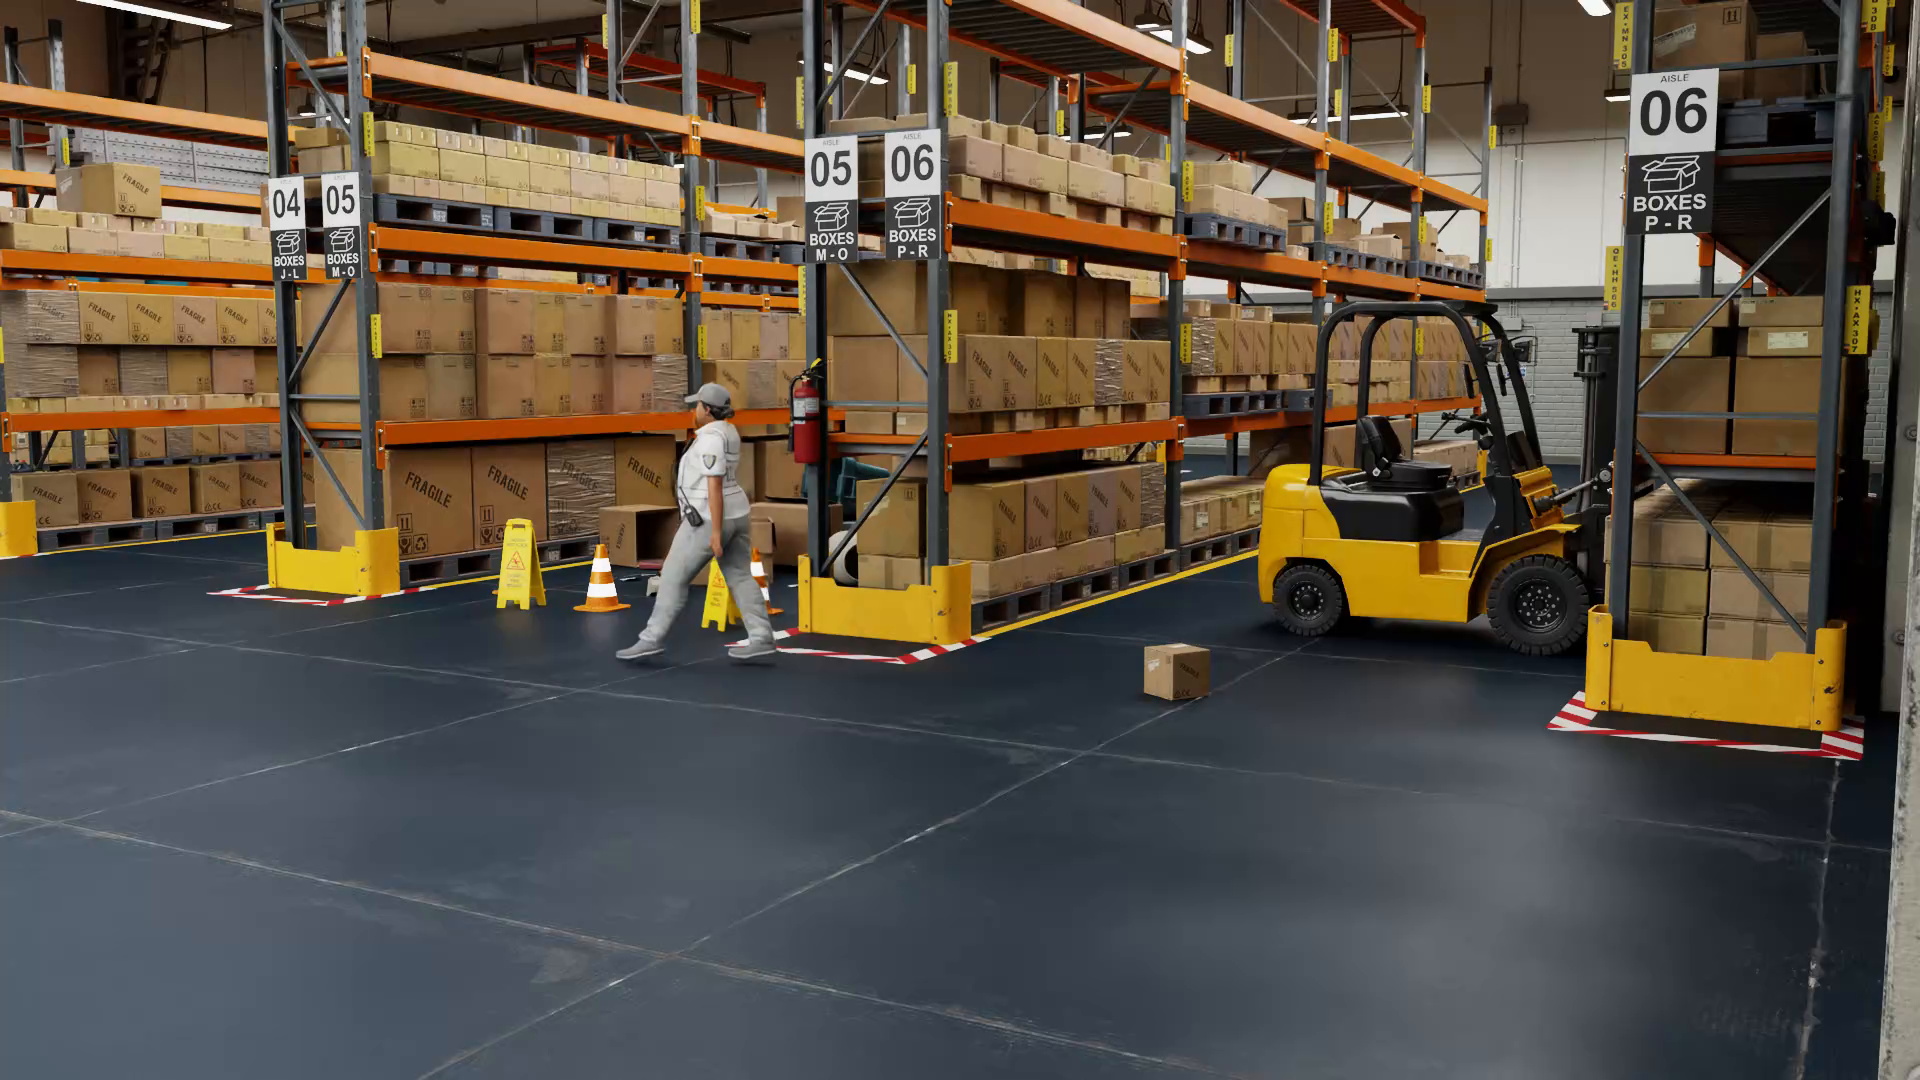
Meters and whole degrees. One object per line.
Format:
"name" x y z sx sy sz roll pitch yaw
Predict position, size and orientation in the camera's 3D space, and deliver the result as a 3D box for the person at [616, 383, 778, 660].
"person" -1.536 -0.112 9.793 0.921 1.619 0.517 2 6 18
